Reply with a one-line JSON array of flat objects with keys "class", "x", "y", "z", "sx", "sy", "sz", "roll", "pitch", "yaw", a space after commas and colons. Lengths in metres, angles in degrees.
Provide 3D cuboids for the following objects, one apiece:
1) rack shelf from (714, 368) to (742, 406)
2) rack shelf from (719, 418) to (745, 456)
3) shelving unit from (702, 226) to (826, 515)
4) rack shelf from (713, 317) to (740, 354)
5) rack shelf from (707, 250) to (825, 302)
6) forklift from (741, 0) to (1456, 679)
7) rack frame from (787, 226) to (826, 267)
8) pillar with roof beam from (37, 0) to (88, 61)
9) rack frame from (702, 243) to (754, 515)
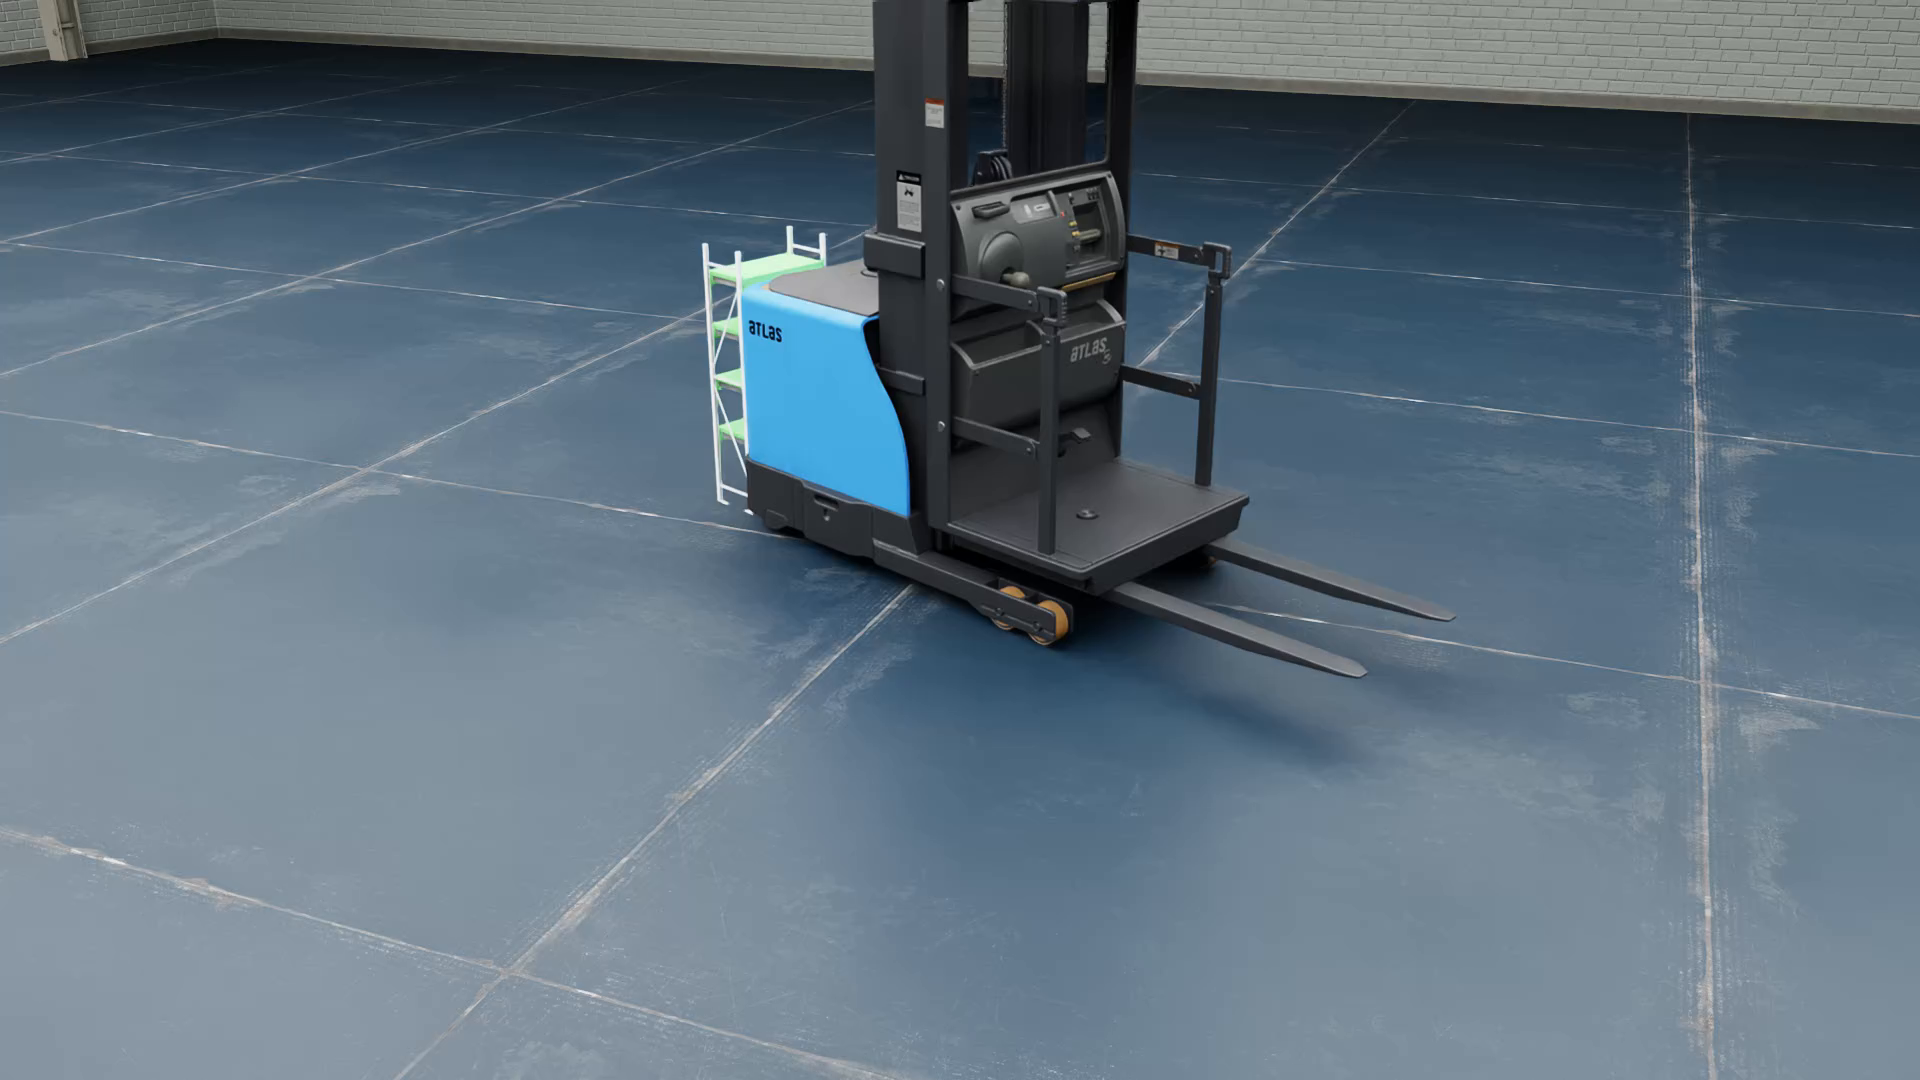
[{"class": "rack shelf", "x": -0.859, "y": -0.712, "z": 7.564, "sx": 0.258, "sy": 0.148, "sz": 0.480, "roll": 20, "pitch": 30, "yaw": 39}, {"class": "rack shelf", "x": -0.859, "y": -0.491, "z": 7.656, "sx": 0.258, "sy": 0.148, "sz": 0.480, "roll": 20, "pitch": 30, "yaw": 39}, {"class": "shelving unit", "x": -0.859, "y": -0.771, "z": 7.539, "sx": 0.258, "sy": 1.200, "sz": 0.503, "roll": 20, "pitch": 30, "yaw": 39}, {"class": "rack shelf", "x": -0.859, "y": -0.934, "z": 7.471, "sx": 0.258, "sy": 0.148, "sz": 0.480, "roll": 20, "pitch": 30, "yaw": 39}, {"class": "rack shelf", "x": -0.859, "y": -1.155, "z": 7.379, "sx": 0.258, "sy": 0.148, "sz": 0.480, "roll": 20, "pitch": 30, "yaw": 39}, {"class": "forklift", "x": 0.469, "y": -1.181, "z": 6.274, "sx": 3.031, "sy": 2.935, "sz": 1.130, "roll": 20, "pitch": 30, "yaw": 39}, {"class": "rack frame", "x": -0.693, "y": -0.840, "z": 7.704, "sx": 0.240, "sy": 1.200, "sz": 0.015, "roll": 20, "pitch": 30, "yaw": 39}, {"class": "pillar with roof beam", "x": -8.652, "y": -10.365, "z": 20.389, "sx": 9.100, "sy": 9.000, "sz": 0.400, "roll": 9, "pitch": 24, "yaw": 20}, {"class": "rack frame", "x": -1.026, "y": -0.702, "z": 7.374, "sx": 0.240, "sy": 1.200, "sz": 0.015, "roll": 20, "pitch": 30, "yaw": 39}]
